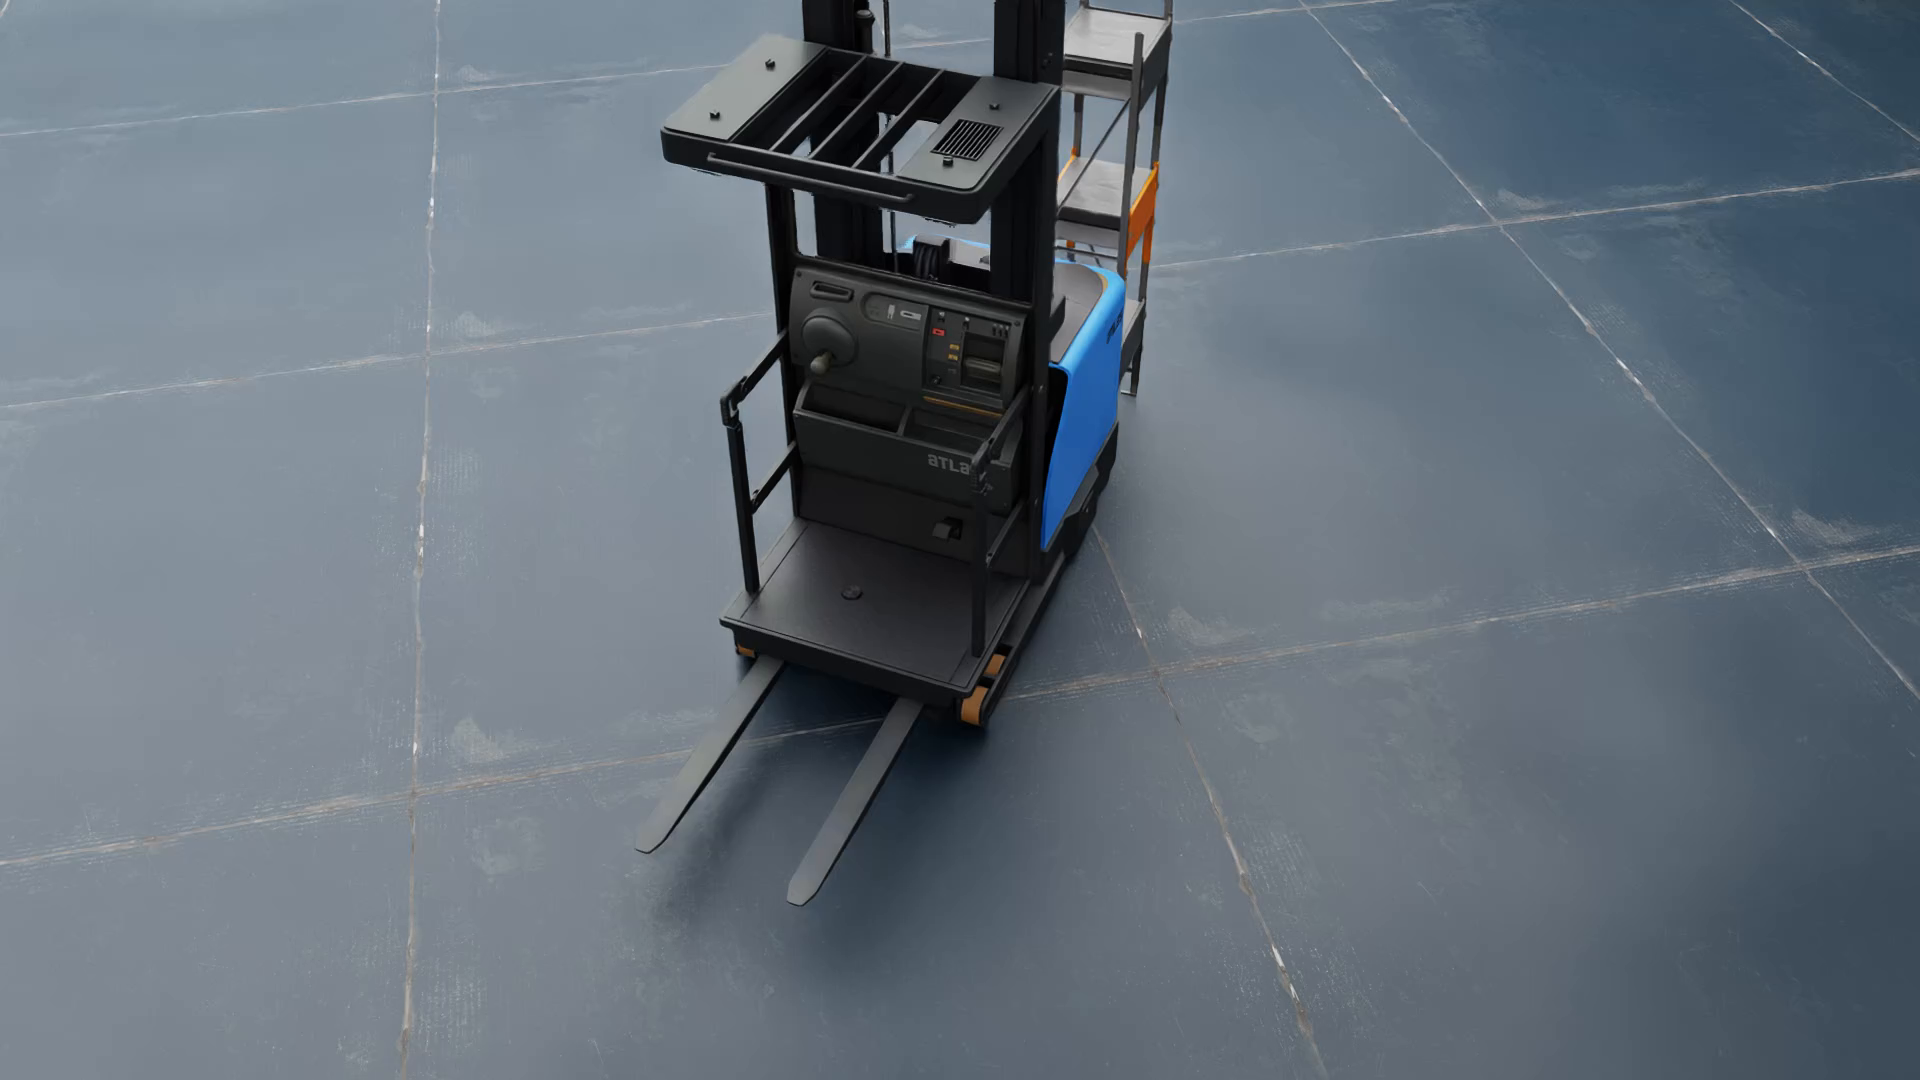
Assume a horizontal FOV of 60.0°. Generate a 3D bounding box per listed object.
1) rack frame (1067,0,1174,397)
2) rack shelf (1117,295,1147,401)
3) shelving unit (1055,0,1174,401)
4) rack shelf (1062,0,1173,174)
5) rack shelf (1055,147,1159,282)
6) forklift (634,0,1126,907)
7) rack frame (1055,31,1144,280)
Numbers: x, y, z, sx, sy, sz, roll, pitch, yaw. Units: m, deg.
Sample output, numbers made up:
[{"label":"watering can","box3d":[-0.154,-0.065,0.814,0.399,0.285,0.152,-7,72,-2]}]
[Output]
[{"label":"rack frame","box3d":[0.706,-1.566,7.714,0.400,2.100,0.015,14,42,15]},{"label":"rack shelf","box3d":[0.618,-0.875,8.003,0.431,0.518,0.480,14,42,15]},{"label":"shelving unit","box3d":[0.622,-1.417,7.539,0.431,2.100,0.503,14,42,15]},{"label":"rack shelf","box3d":[0.627,-1.938,7.093,0.431,0.518,0.480,14,42,15]},{"label":"rack shelf","box3d":[0.622,-1.406,7.548,0.431,0.518,0.480,14,42,15]},{"label":"forklift","box3d":[-0.288,-0.672,6.081,1.130,2.935,3.031,15,44,16]},{"label":"rack frame","box3d":[0.539,-1.268,7.365,0.400,2.100,0.015,14,42,15]}]
